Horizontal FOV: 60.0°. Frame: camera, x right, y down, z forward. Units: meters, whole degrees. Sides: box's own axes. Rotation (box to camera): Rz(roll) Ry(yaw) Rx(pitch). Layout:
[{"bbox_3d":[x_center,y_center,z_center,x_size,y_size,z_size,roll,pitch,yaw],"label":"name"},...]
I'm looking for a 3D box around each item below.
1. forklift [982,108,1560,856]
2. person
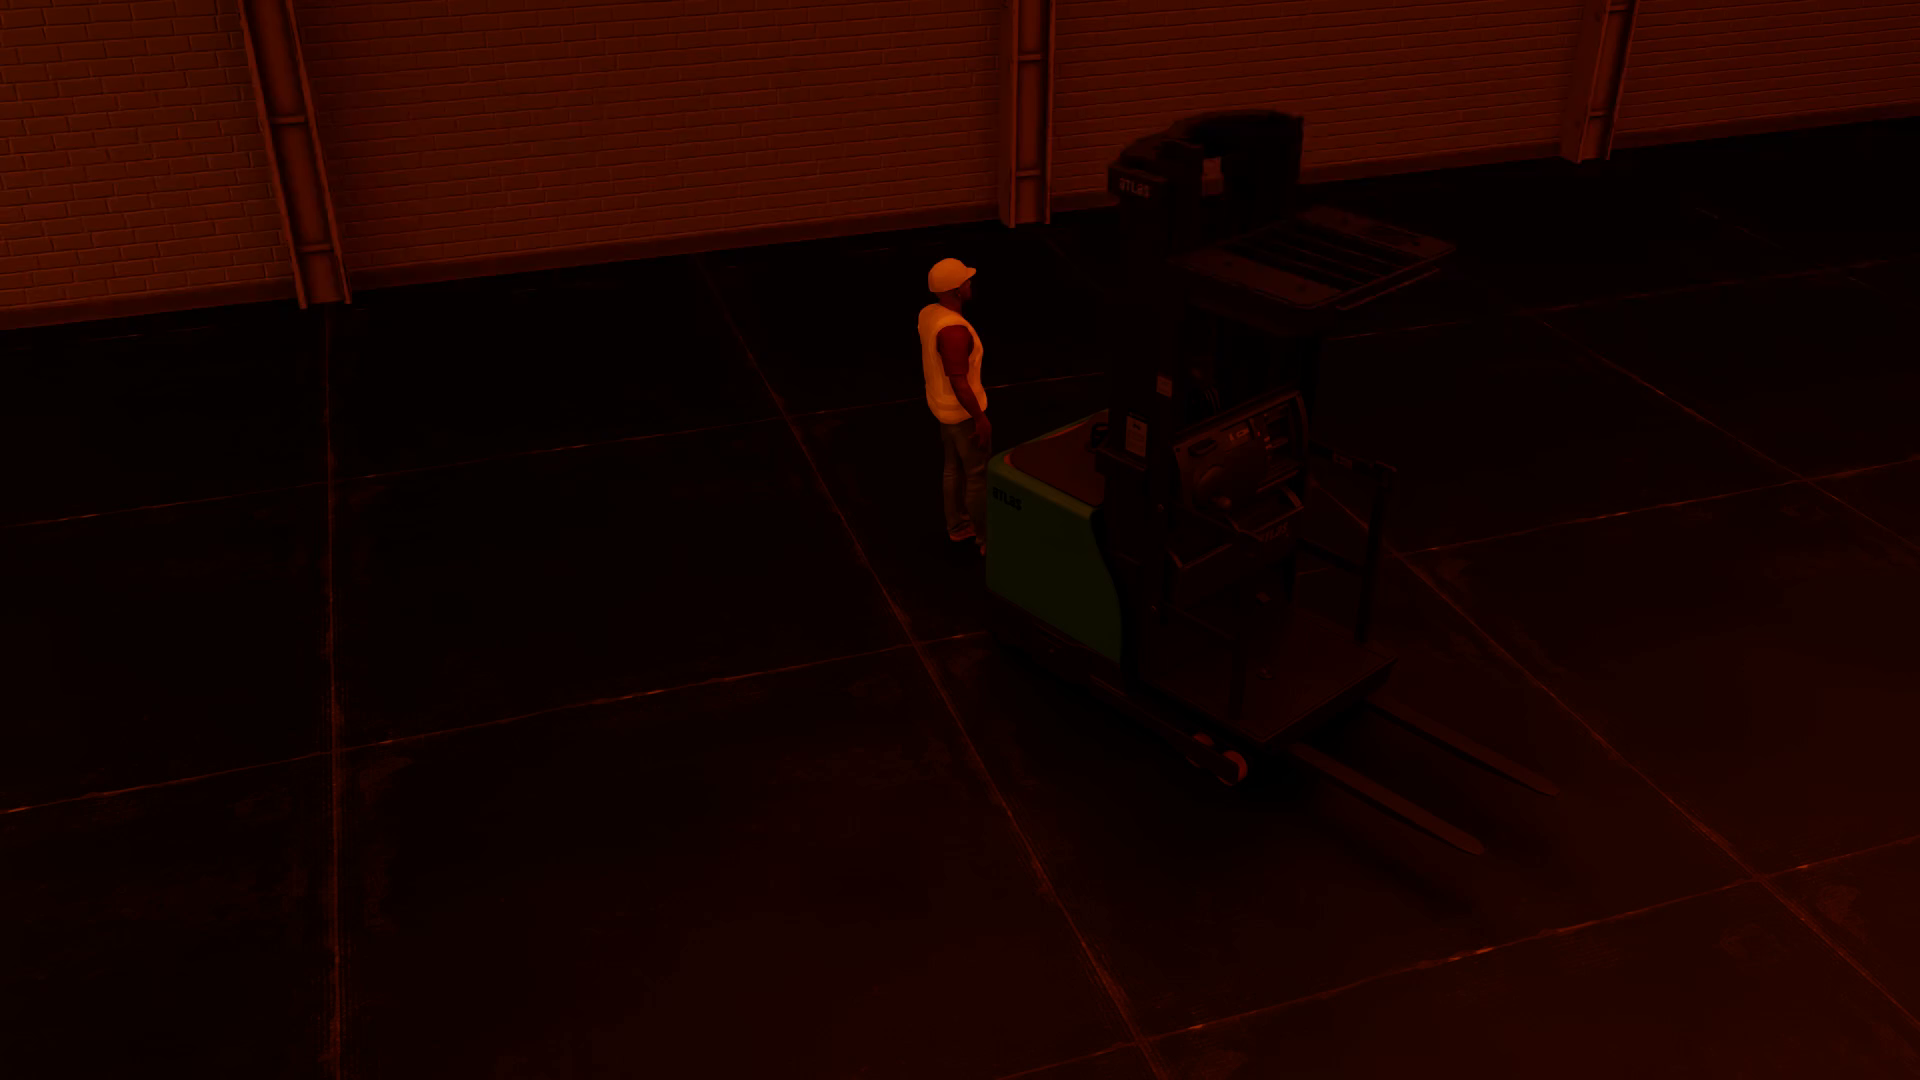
[{"bbox_3d":[1.481,-0.381,7.750,1.130,2.935,3.031,-24,38,-35],"label":"forklift"},{"bbox_3d":[0.069,-0.777,9.592,0.577,1.765,0.654,-10,31,-16],"label":"person"}]
